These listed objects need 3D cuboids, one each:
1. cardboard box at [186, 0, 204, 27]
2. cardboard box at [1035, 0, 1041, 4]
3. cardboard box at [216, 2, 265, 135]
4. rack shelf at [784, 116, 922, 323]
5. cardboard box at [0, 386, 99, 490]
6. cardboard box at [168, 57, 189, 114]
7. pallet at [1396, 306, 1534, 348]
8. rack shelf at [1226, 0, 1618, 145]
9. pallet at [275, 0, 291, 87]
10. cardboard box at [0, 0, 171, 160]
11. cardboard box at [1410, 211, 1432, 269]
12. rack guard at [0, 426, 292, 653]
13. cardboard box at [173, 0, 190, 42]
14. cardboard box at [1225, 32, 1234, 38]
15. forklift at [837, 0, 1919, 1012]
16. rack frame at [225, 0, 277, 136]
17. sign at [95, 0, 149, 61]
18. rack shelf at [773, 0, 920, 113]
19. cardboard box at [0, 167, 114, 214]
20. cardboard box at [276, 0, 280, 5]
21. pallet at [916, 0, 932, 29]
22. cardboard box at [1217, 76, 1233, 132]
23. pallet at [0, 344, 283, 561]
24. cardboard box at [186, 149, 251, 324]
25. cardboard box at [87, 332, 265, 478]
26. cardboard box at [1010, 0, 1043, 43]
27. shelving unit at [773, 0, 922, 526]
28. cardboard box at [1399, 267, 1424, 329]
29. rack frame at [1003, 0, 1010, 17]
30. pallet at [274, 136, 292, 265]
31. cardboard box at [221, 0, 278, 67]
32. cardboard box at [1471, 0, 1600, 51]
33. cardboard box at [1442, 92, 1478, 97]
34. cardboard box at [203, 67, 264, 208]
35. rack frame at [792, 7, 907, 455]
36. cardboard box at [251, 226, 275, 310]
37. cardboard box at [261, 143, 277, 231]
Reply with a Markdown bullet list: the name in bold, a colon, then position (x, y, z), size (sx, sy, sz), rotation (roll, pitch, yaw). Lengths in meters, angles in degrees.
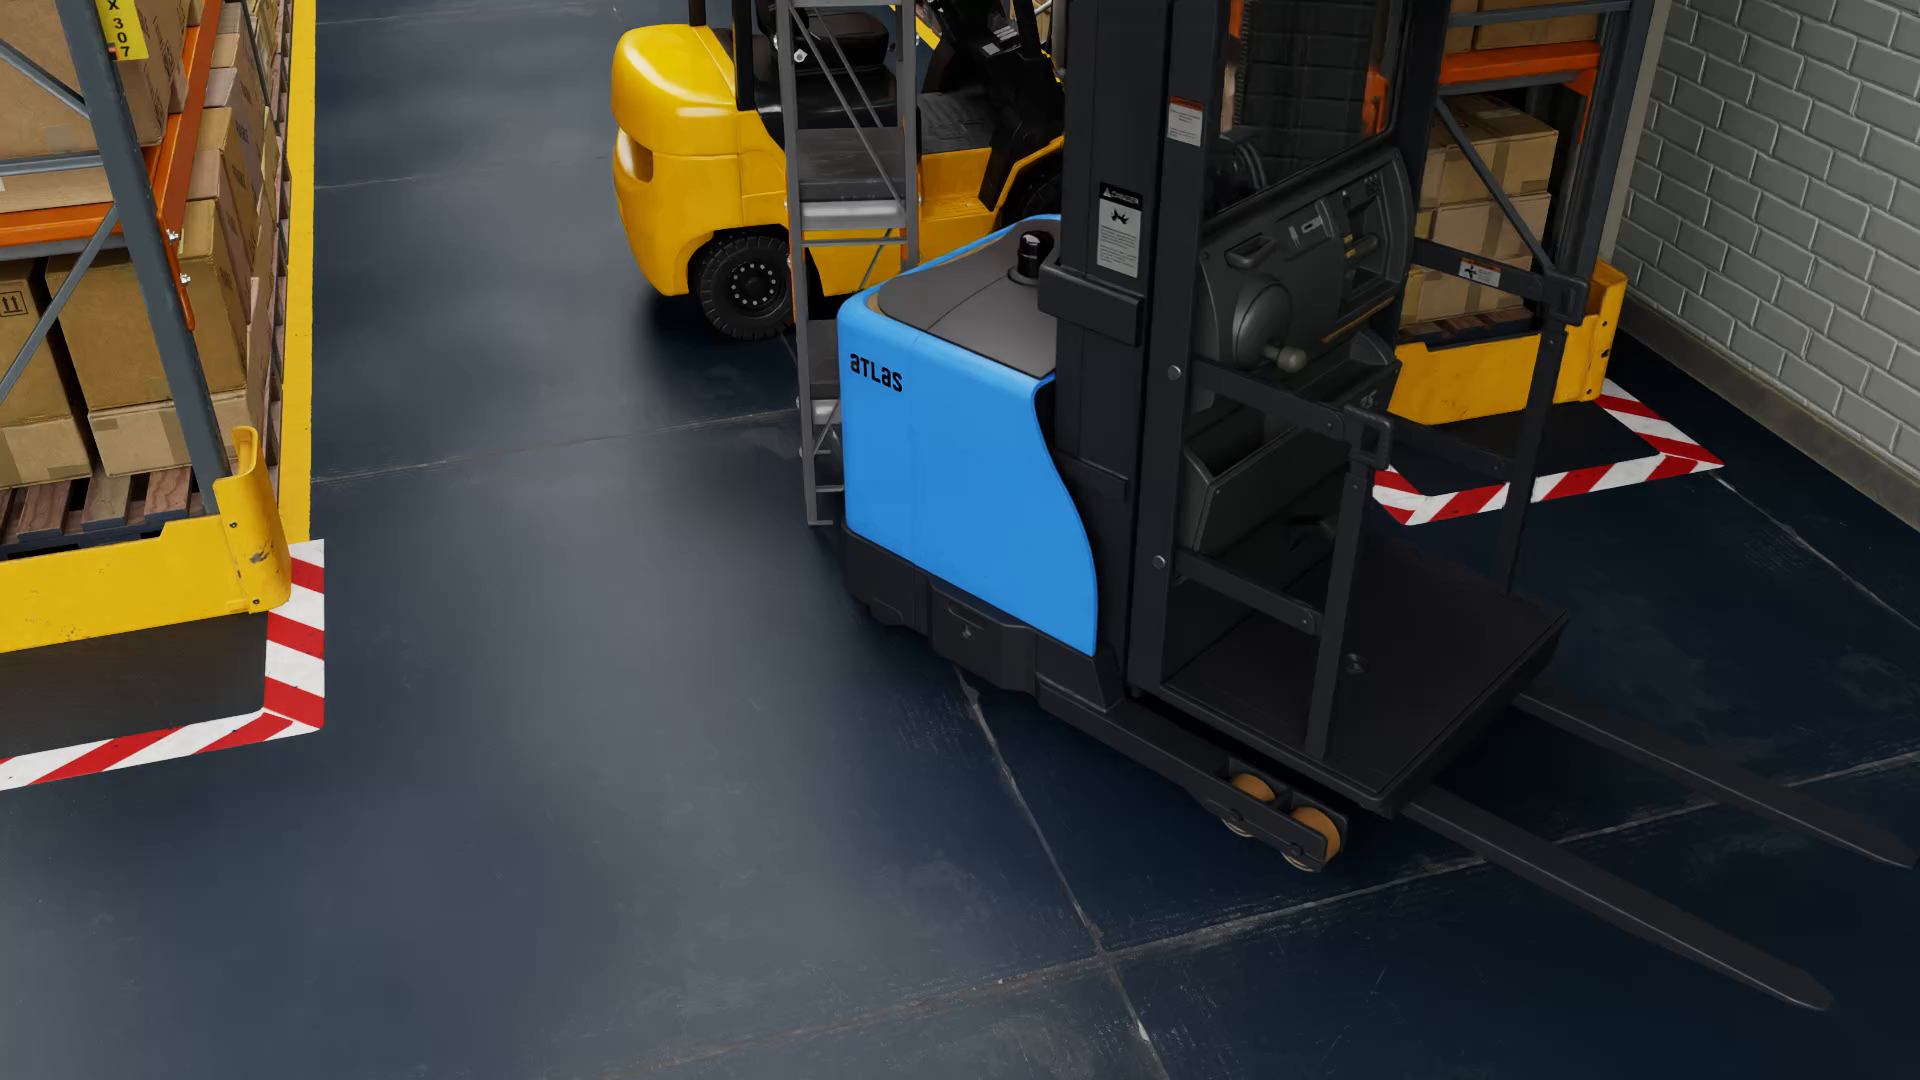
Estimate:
- **cardboard box**: position (-3.127, -2.063, 6.380), size (0.380, 0.149, 0.250), rotation (-10, 35, -14)
- **cardboard box**: position (0.584, -3.062, 8.869), size (0.500, 0.250, 0.500), rotation (-11, 35, -15)
- **cardboard box**: position (-3.555, -2.162, 7.734), size (0.500, 0.500, 0.500), rotation (-10, 35, -15)
- **rack shelf**: position (-0.354, -1.061, 5.476), size (0.431, 0.518, 0.480), rotation (-3, 34, -4)
- **cardboard box**: position (-3.281, -0.407, 5.758), size (0.500, 0.250, 0.500), rotation (-10, 35, -15)
- **cardboard box**: position (-2.805, -1.519, 5.556), size (0.380, 0.149, 0.250), rotation (-9, 35, -14)
- **pallet**: position (1.682, -1.055, 7.154), size (1.003, 0.211, 1.213), rotation (-10, 35, -15)
- **rack shelf**: position (1.345, -2.573, 7.576), size (1.077, 0.370, 4.000), rotation (-10, 35, -15)
- **pallet**: position (-4.606, -2.974, 10.059), size (1.003, 0.211, 1.213), rotation (-10, 35, -15)
- **cardboard box**: position (-2.651, -1.448, 4.860), size (0.500, 0.500, 0.500), rotation (-11, 35, -15)
- **cardboard box**: position (1.509, -1.263, 6.600), size (0.500, 0.250, 0.500), rotation (-10, 35, -15)
- **rack guard**: position (-2.794, 0.016, 5.272), size (1.175, 0.500, 0.348), rotation (-10, 35, -15)
- **cardboard box**: position (-2.969, -1.987, 5.675), size (0.500, 0.500, 0.500), rotation (-11, 35, -16)
- **cardboard box**: position (1.046, -2.256, 7.649), size (0.500, 0.250, 0.500), rotation (-11, 35, -16)
- **forklift**: position (1.051, -0.673, 4.110), size (3.031, 2.935, 1.130), rotation (27, 42, 34)
- **rack frame**: position (-3.991, -3.087, 7.701), size (1.000, 3.000, 0.127), rotation (-10, 35, -15)
- **sign**: position (-2.254, -1.439, 4.422), size (0.100, 0.325, 0.005), rotation (-10, 35, -15)
- **rack shelf**: position (-0.354, -1.645, 5.091), size (0.431, 0.518, 0.480), rotation (-3, 34, -4)
- **cardboard box**: position (-2.677, -1.095, 4.914), size (0.380, 0.149, 0.250), rotation (-10, 35, -15)
- **cardboard box**: position (-4.815, -3.582, 10.452), size (0.950, 0.372, 0.625), rotation (-11, 35, -16)
- **pallet**: position (0.097, -3.782, 11.282), size (1.003, 0.211, 1.213), rotation (-10, 35, -15)
- **cardboard box**: position (1.356, -1.725, 6.846), size (0.500, 0.250, 0.500), rotation (-9, 35, -14)
- **pallet**: position (-3.008, -0.296, 6.006), size (1.003, 0.211, 1.213), rotation (-10, 35, -15)
- **cardboard box**: position (-2.925, -1.084, 6.102), size (0.500, 0.500, 0.500), rotation (-11, 35, -17)
- **cardboard box**: position (-2.753, -0.485, 5.876), size (0.500, 0.250, 0.500), rotation (-10, 35, -15)
- **cardboard box**: position (0.589, -2.854, 9.008), size (0.500, 0.250, 0.500), rotation (-10, 35, -15)
- **shelving unit**: position (-0.354, -1.073, 5.469), size (0.431, 2.100, 0.503), rotation (-3, 34, -4)
- **cardboard box**: position (1.511, -1.045, 6.724), size (0.500, 0.250, 0.500), rotation (-10, 35, -14)
- **rack frame**: position (0.735, -3.924, 8.967), size (1.000, 3.000, 0.127), rotation (-10, 35, -15)
- **pallet**: position (-3.752, -1.577, 7.945), size (1.003, 0.211, 1.213), rotation (-10, 35, -15)
- **cardboard box**: position (-4.376, -2.818, 9.296), size (0.950, 0.372, 0.625), rotation (-8, 34, -12)
- **cardboard box**: position (2.069, -2.172, 6.225), size (0.500, 0.500, 0.500), rotation (-9, 34, -13)
- **cardboard box**: position (1.833, -1.815, 6.981), size (0.500, 0.250, 0.500), rotation (-10, 35, -15)
- **cardboard box**: position (-3.241, -1.628, 6.926), size (0.500, 0.500, 0.500), rotation (-8, 34, -12)
- **rack frame**: position (-0.374, -1.207, 5.672), size (0.400, 2.100, 0.015), rotation (-3, 34, -4)
- **cardboard box**: position (-3.080, -1.038, 6.714), size (0.500, 0.250, 0.500), rotation (-8, 34, -12)
- **cardboard box**: position (-3.383, -1.572, 7.521), size (0.500, 0.250, 0.500), rotation (-11, 35, -16)
